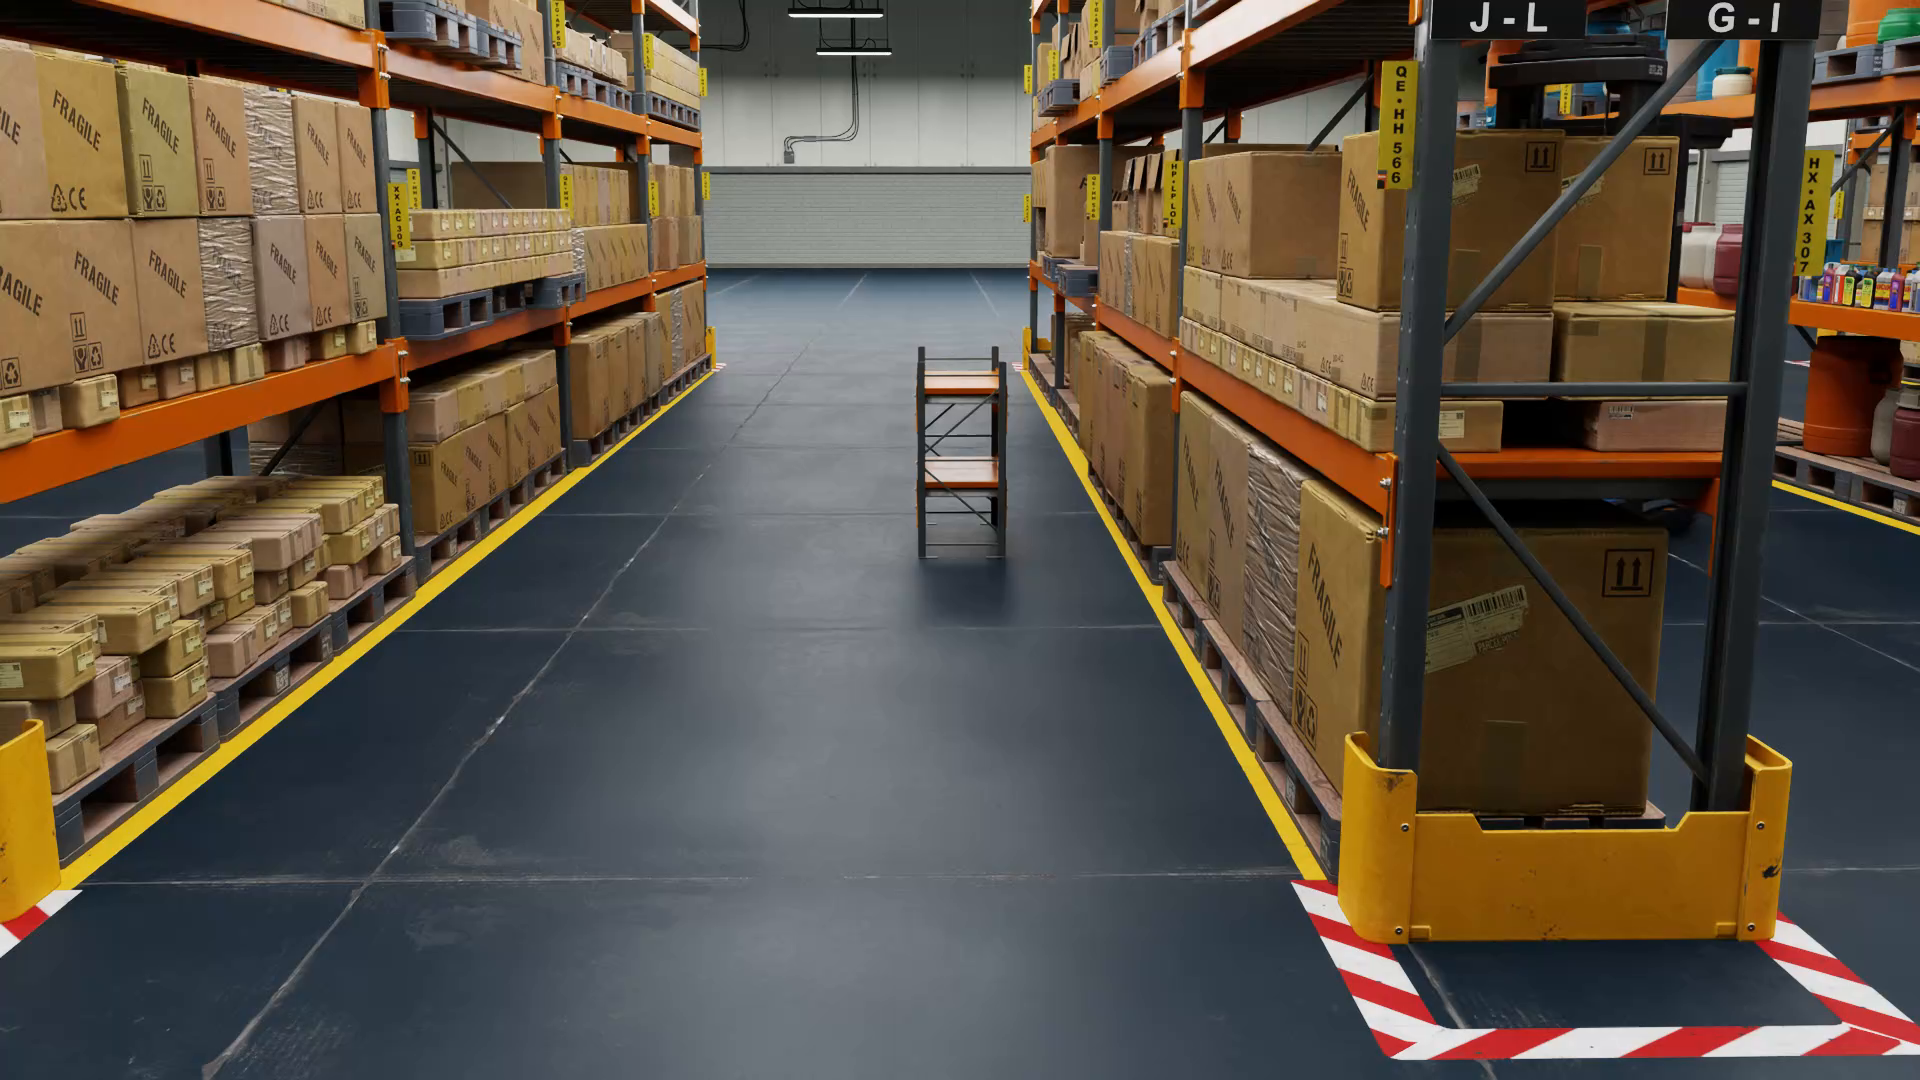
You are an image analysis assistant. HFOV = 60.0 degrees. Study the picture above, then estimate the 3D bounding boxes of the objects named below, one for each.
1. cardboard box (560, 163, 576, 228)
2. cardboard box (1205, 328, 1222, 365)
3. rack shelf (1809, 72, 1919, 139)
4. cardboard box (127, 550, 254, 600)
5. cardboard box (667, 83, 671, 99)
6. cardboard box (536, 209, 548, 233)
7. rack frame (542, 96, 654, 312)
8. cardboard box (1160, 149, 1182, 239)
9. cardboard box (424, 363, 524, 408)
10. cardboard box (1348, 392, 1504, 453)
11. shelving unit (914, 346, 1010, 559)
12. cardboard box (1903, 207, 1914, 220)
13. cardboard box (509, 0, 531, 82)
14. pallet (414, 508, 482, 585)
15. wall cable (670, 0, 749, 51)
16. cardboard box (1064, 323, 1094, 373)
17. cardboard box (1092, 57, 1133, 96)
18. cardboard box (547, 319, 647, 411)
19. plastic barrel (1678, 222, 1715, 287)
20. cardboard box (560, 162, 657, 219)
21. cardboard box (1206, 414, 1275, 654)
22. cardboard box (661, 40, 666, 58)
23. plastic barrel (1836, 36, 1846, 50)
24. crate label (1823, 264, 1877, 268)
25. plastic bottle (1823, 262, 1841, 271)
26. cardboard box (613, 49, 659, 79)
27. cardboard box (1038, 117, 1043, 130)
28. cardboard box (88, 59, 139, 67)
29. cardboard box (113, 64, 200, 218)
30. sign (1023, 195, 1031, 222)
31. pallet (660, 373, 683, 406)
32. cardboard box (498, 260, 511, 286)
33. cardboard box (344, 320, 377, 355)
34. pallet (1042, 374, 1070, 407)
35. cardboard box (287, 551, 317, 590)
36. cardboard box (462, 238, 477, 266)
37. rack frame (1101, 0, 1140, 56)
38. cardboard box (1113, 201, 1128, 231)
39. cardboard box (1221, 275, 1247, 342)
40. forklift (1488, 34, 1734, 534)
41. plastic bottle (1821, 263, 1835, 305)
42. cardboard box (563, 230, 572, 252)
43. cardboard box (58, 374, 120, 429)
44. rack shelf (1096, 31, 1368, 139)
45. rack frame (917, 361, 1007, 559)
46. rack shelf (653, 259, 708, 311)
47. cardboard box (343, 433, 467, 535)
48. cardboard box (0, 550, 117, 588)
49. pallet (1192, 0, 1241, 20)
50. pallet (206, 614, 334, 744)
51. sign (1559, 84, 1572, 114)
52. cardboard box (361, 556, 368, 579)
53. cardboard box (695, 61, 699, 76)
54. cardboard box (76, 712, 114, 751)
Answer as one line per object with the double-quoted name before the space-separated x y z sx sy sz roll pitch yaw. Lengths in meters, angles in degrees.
"cardboard box" -3.449 -2.717 13.142 0.700 0.500 0.500 0 11 -2
"cardboard box" 1.298 -0.853 7.354 0.380 0.149 0.250 -1 11 -3
"rack shelf" 6.516 -2.729 10.232 1.077 0.370 4.000 0 11 -1
"cardboard box" -2.991 0.135 6.470 0.380 0.149 0.250 0 11 0
"cardboard box" -3.211 -4.661 17.271 0.380 0.149 0.250 0 11 -2
"cardboard box" -2.952 -2.112 11.005 0.380 0.149 0.250 0 11 1
"rack frame" -3.521 -2.784 16.236 1.000 3.000 0.127 0 11 -1
"cardboard box" 1.582 -1.998 9.587 0.797 0.503 0.637 0 11 -1
"cardboard box" -3.146 -1.000 10.791 0.500 0.250 0.500 0 11 0
"cardboard box" 1.352 -0.345 4.846 0.380 0.149 0.250 0 11 0
"shelving unit" 0.000 -0.550 9.941 0.538 1.125 1.048 0 11 -1
"cardboard box" 11.070 -3.755 19.140 0.380 0.149 0.250 0 11 -2
"cardboard box" -3.149 -3.296 10.964 0.500 0.500 0.500 0 11 -1
"pallet" -3.373 0.019 9.437 1.003 0.211 1.213 0 11 -1
"wall cable" -7.959 -16.076 50.334 3.097 2.526 0.112 0 11 -1
"cardboard box" 1.361 -2.081 18.004 0.500 0.500 0.500 -1 12 -6
"cardboard box" 1.268 -3.479 12.495 0.500 0.250 0.500 0 11 -1
"cardboard box" -3.402 -1.572 14.866 1.050 0.750 0.750 0 11 -1
"plastic barrel" 6.217 -2.448 14.239 0.433 0.535 0.433 0 11 0
"cardboard box" -3.494 -3.460 16.475 0.875 0.550 0.550 0 11 -1
"cardboard box" 1.558 -0.048 7.038 0.875 0.875 0.875 0 11 -1
"cardboard box" -3.205 -5.001 16.942 0.380 0.149 0.250 0 11 -2
"plastic barrel" 6.775 -3.597 12.419 0.421 0.512 0.421 0 11 0
"crate label" 6.841 -2.012 12.855 0.303 0.233 0.416 0 11 -1
"plastic bottle" 6.313 -1.862 12.003 0.152 0.276 0.135 0 11 -1
"cardboard box" -3.251 -4.679 16.356 0.500 0.250 0.500 0 11 -1
"cardboard box" 1.132 -4.678 18.405 0.500 0.250 0.500 0 11 -1
"cardboard box" -8.148 -4.545 15.999 0.380 0.149 0.250 0 11 -2
"cardboard box" -3.022 -1.377 5.788 0.500 0.500 0.500 0 11 -2
"sign" 0.815 -4.001 20.059 0.100 0.325 0.005 0 11 -1
"pallet" -3.458 -1.568 17.259 1.003 0.211 1.213 0 11 -1
"cardboard box" -2.936 -1.616 10.055 0.380 0.149 0.250 0 11 -2
"cardboard box" -3.001 -0.964 7.897 0.380 0.149 0.250 -1 11 -3
"pallet" 1.391 -1.551 17.172 1.003 0.211 1.213 0 11 -1
"cardboard box" -3.058 0.121 7.283 0.380 0.149 0.250 0 11 0
"cardboard box" -2.917 -1.605 9.253 0.380 0.149 0.250 0 11 0
"rack frame" 1.523 -4.929 11.721 1.000 3.000 0.127 0 11 -1
"cardboard box" 1.472 -2.351 12.794 0.500 0.500 0.500 -2 12 -8
"cardboard box" 1.375 -0.970 6.923 0.500 0.250 0.500 0 11 0
"forklift" 3.961 -1.537 10.262 1.130 2.935 3.031 11 16 43
"plastic bottle" 6.122 -1.799 11.676 0.061 0.283 0.133 0 11 -1
"cardboard box" -2.972 -2.121 11.795 0.380 0.149 0.250 0 11 0
"cardboard box" -2.950 -0.445 5.340 0.380 0.149 0.250 -1 11 -3
"rack shelf" 1.564 -2.709 10.131 1.077 0.370 4.000 0 11 -1
"rack frame" 0.011 -0.449 9.443 0.500 1.125 0.032 0 11 -1
"rack shelf" -3.562 -2.829 18.267 1.077 0.370 4.000 0 11 -1
"cardboard box" -3.105 -0.322 9.333 0.500 0.500 0.500 0 11 1
"cardboard box" -3.515 0.138 6.450 0.380 0.149 0.250 -1 11 -3
"pallet" 1.612 -2.458 7.307 1.003 0.211 1.213 0 11 -1
"pallet" -3.278 0.550 6.818 1.003 0.211 1.213 0 11 -1
"sign" 5.842 -4.279 16.038 0.100 0.325 0.005 0 11 -1
"cardboard box" -3.085 0.127 8.005 0.380 0.149 0.250 0 11 0
"cardboard box" -3.257 -5.506 19.427 0.380 0.149 0.250 0 11 -1
"cardboard box" -3.051 0.636 5.494 0.380 0.149 0.250 0 11 -1
